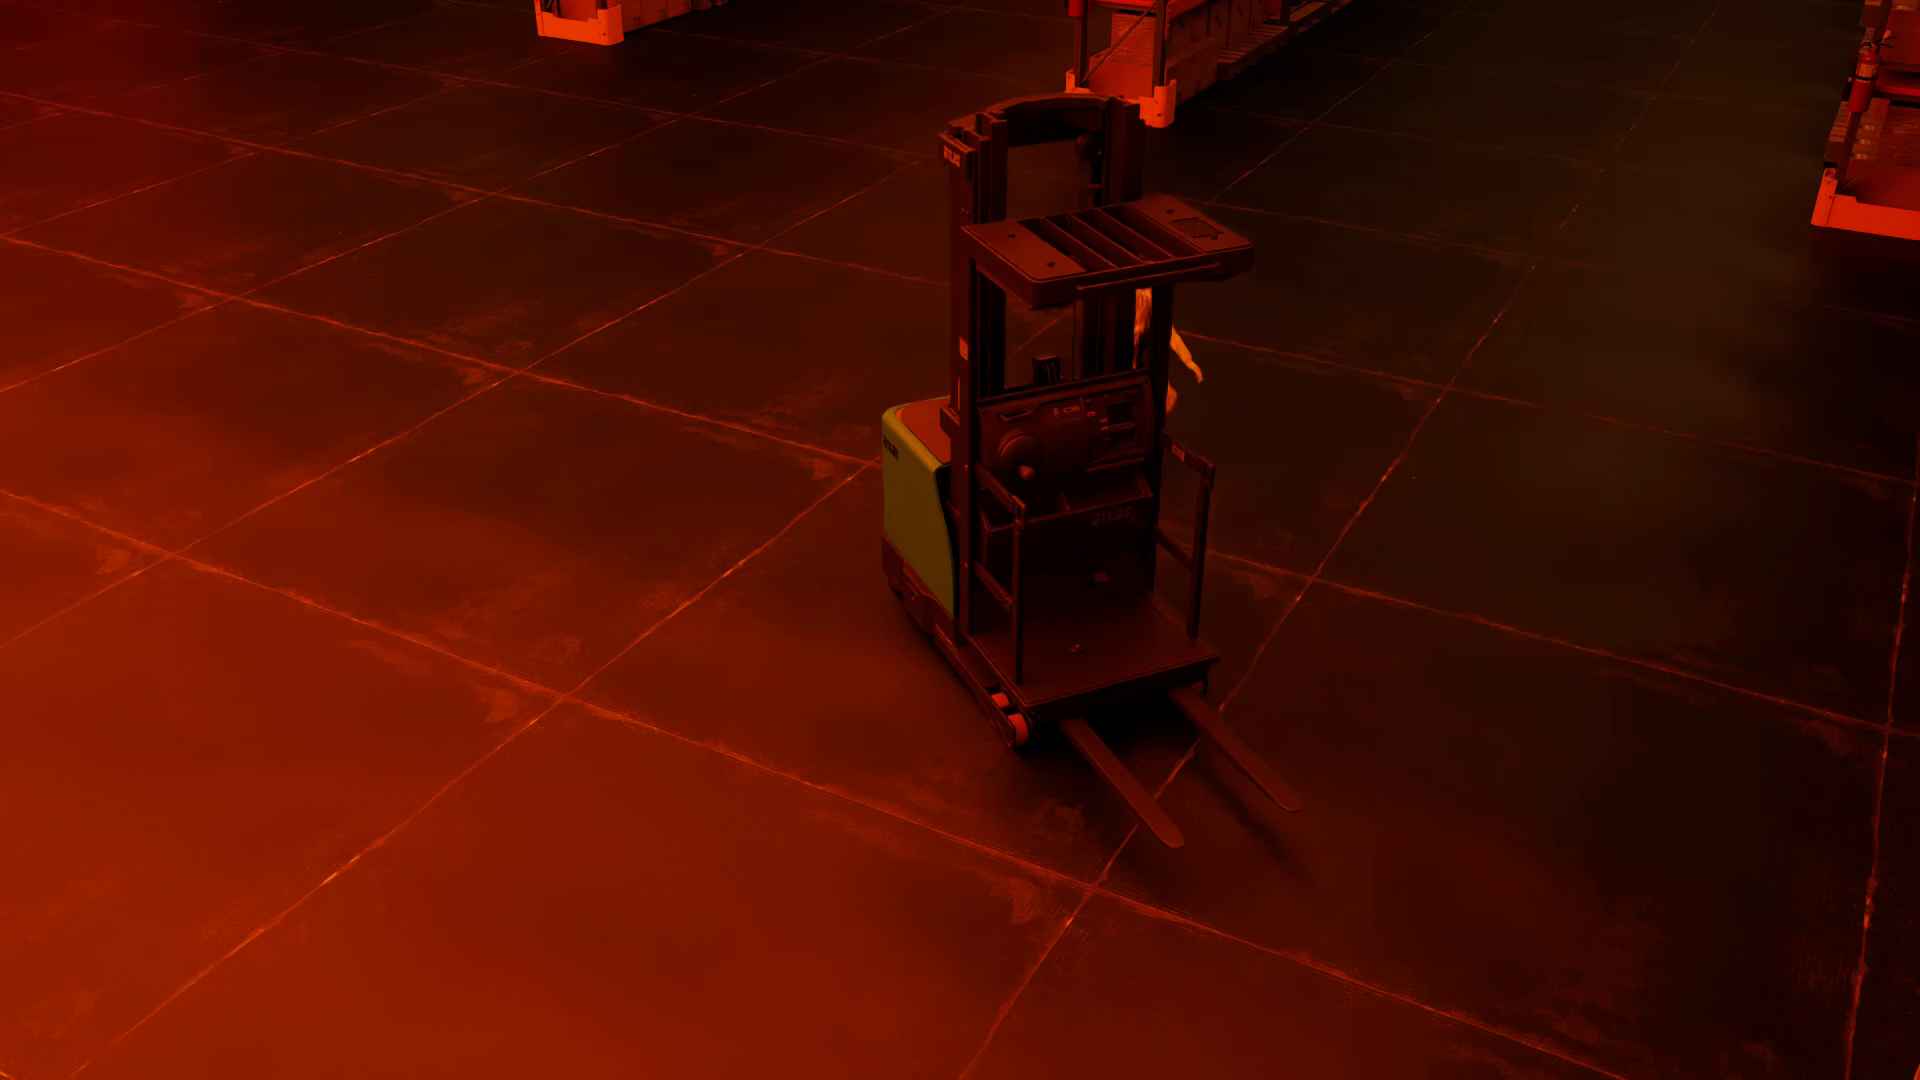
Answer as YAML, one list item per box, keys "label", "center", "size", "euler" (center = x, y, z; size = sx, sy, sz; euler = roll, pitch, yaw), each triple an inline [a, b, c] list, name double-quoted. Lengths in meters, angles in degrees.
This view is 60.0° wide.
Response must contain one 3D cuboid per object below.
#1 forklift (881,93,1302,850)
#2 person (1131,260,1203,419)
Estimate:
- label: "forklift"
  center: [0.616, -0.491, 7.921]
  size: [1.130, 2.935, 3.031]
  euler: [-13, 32, -21]
- label: "person"
  center: [1.177, -1.128, 10.569]
  size: [0.624, 1.456, 0.744]
  euler: [13, 32, 21]
